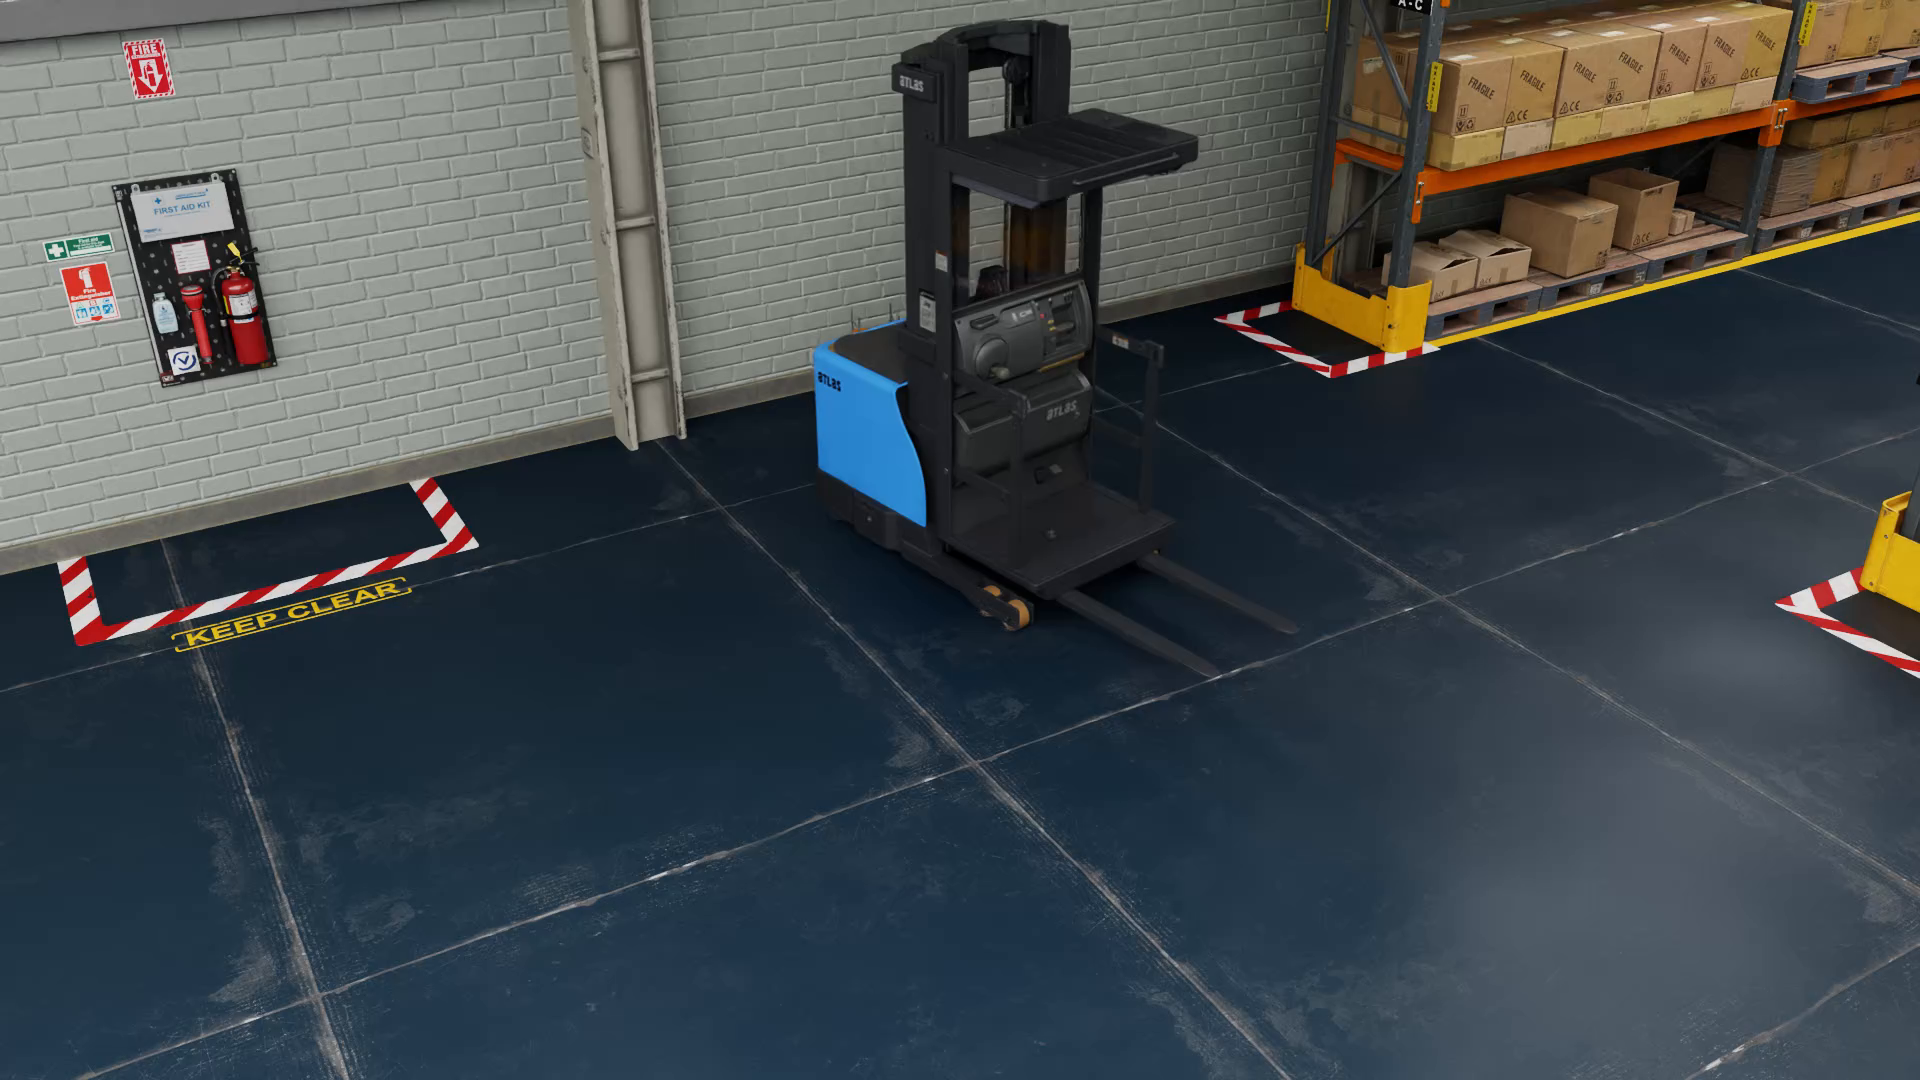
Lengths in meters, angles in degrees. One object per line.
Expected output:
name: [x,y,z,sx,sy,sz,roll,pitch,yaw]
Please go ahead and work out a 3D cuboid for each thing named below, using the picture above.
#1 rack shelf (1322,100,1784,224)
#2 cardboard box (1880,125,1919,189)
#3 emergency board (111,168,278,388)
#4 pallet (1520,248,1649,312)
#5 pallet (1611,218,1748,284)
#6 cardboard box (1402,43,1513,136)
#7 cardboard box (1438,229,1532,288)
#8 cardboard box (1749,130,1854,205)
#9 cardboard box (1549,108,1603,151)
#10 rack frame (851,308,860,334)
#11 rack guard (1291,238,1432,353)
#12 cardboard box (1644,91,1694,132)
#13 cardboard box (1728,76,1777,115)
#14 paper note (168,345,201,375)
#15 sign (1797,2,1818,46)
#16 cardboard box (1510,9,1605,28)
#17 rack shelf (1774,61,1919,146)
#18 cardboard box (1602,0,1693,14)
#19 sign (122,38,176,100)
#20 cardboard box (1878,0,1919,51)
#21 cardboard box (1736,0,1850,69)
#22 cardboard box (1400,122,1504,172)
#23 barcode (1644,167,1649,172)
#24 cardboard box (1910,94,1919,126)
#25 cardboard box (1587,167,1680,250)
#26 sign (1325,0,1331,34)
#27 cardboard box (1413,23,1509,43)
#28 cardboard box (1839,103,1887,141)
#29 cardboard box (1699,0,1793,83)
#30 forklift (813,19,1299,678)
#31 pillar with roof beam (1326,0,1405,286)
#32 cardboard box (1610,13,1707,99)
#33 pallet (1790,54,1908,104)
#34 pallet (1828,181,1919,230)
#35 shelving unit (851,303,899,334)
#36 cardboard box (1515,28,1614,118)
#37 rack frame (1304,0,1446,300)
rack shelf: [4.686,-3.116,13.037,4.000,0.370,1.077,-16,33,-26]
cardboard box: [8.347,-3.589,15.281,0.500,0.500,0.700,-16,33,-27]
emergency board: [-4.196,-1.416,9.211,0.643,1.169,0.194,-16,33,-26]
pallet: [4.796,-2.220,13.555,1.213,0.211,1.003,-16,33,-26]
pallet: [5.849,-2.521,14.099,1.213,0.211,1.003,-16,33,-26]
cardboard box: [3.525,-3.205,11.811,0.500,0.500,0.500,-16,33,-26]
cardboard box: [4.095,-2.229,13.011,0.500,0.311,0.500,-13,31,-22]
cardboard box: [7.456,-3.354,14.854,0.500,0.500,0.700,-17,33,-27]
cardboard box: [4.426,-3.127,12.447,0.500,0.250,0.500,-16,33,-27]
rack frame: [-0.628,-0.906,10.297,0.008,1.050,0.200,-8,28,-15]
rack guard: [3.027,-1.866,12.614,0.348,0.500,1.175,-16,33,-26]
cardboard box: [5.296,-3.374,12.893,0.500,0.250,0.500,-16,33,-27]
cardboard box: [6.155,-3.622,13.343,0.500,0.250,0.500,-16,33,-26]
paper note: [-4.384,-1.015,9.397,0.142,0.148,0.016,-16,33,-26]
sign: [6.692,-4.076,13.135,0.005,0.325,0.100,-16,33,-26]
cardboard box: [4.577,-3.788,12.868,0.500,0.500,0.500,-15,32,-26]
rack shelf: [8.134,-4.096,14.811,4.000,0.370,1.077,-16,33,-26]
cardboard box: [5.451,-4.039,13.323,0.500,0.500,0.500,-16,33,-27]
sign: [-4.254,-2.470,8.722,0.199,0.298,0.001,-16,33,-26]
cardboard box: [7.903,-4.576,14.378,0.500,0.500,0.700,-11,31,-20]
cardboard box: [6.866,-4.268,13.820,0.500,0.500,0.700,-16,33,-26]
cardboard box: [3.543,-2.872,11.984,0.500,0.250,0.500,-17,33,-28]
barcode: [5.823,-3.127,14.112,0.075,0.075,0.001,-16,33,-26]
cardboard box: [8.741,-4.015,15.277,0.500,0.250,0.500,-15,32,-25]
cardboard box: [5.535,-2.748,13.757,0.500,0.500,0.500,-19,34,-30]
sign: [2.697,-3.823,12.048,0.005,0.325,0.100,-16,33,-26]
cardboard box: [3.699,-3.536,12.412,0.500,0.500,0.500,-15,32,-26]
cardboard box: [7.861,-3.773,14.837,0.500,0.250,0.500,-17,33,-28]
cardboard box: [6.159,-3.948,13.157,0.500,0.500,0.500,-16,33,-26]
forklift: [0.484,-1.077,8.667,1.130,2.935,3.031,-23,36,-35]
pillar with roof beam: [5.308,-4.307,8.240,0.400,9.000,9.100,-16,33,-26]
cardboard box: [5.292,-3.704,12.716,0.500,0.500,0.500,-17,33,-28]
pallet: [7.143,-3.963,14.026,1.213,0.211,1.003,-16,33,-26]
pallet: [8.134,-3.192,15.315,1.213,0.211,1.003,-16,33,-26]
shelving unit: [-0.512,-0.923,10.328,0.252,1.050,0.215,-8,28,-15]
cardboard box: [4.405,-3.446,12.247,0.500,0.500,0.500,-17,33,-28]
rack frame: [2.961,-2.942,11.976,0.127,3.000,1.000,-16,33,-26]
